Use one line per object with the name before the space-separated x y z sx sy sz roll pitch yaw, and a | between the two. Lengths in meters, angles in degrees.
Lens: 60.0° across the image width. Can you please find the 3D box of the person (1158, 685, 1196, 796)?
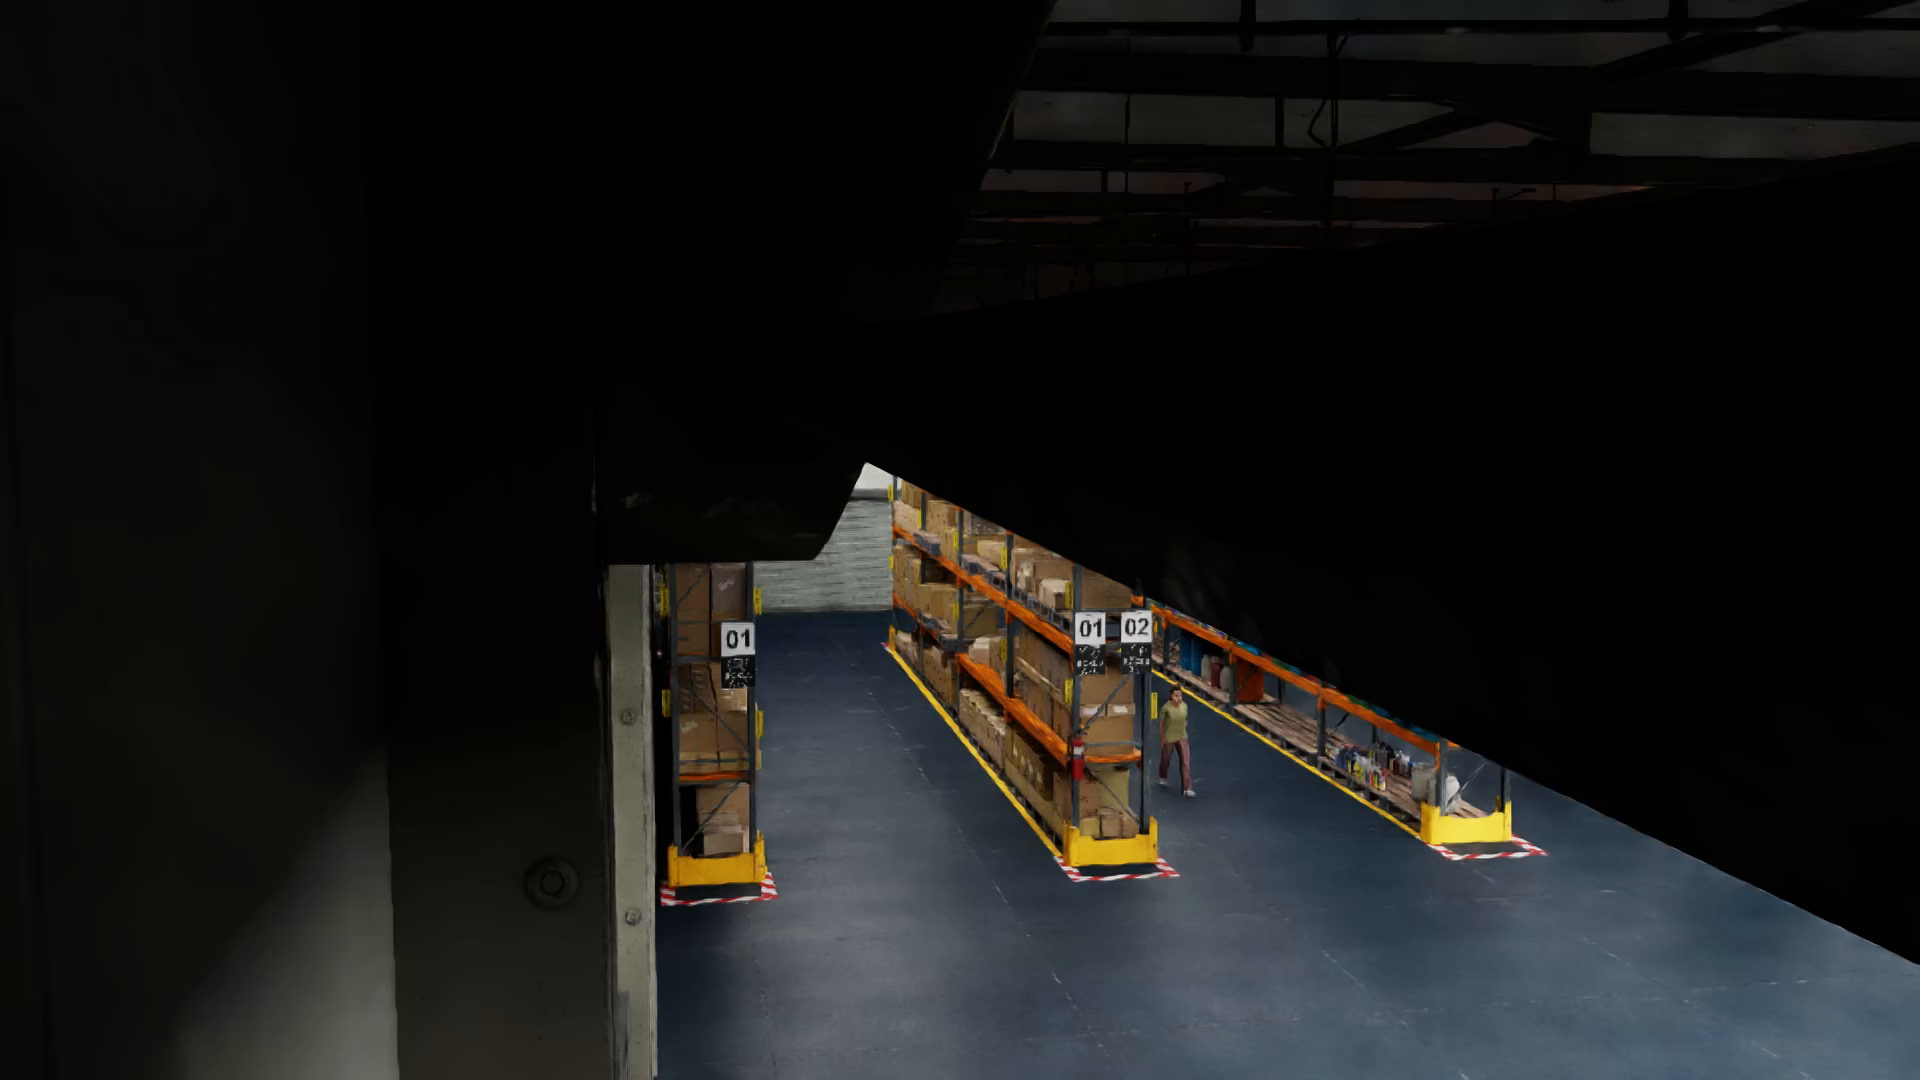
person | 3.133 2.896 24.343 0.448 1.590 1.109 -1 6 -8
